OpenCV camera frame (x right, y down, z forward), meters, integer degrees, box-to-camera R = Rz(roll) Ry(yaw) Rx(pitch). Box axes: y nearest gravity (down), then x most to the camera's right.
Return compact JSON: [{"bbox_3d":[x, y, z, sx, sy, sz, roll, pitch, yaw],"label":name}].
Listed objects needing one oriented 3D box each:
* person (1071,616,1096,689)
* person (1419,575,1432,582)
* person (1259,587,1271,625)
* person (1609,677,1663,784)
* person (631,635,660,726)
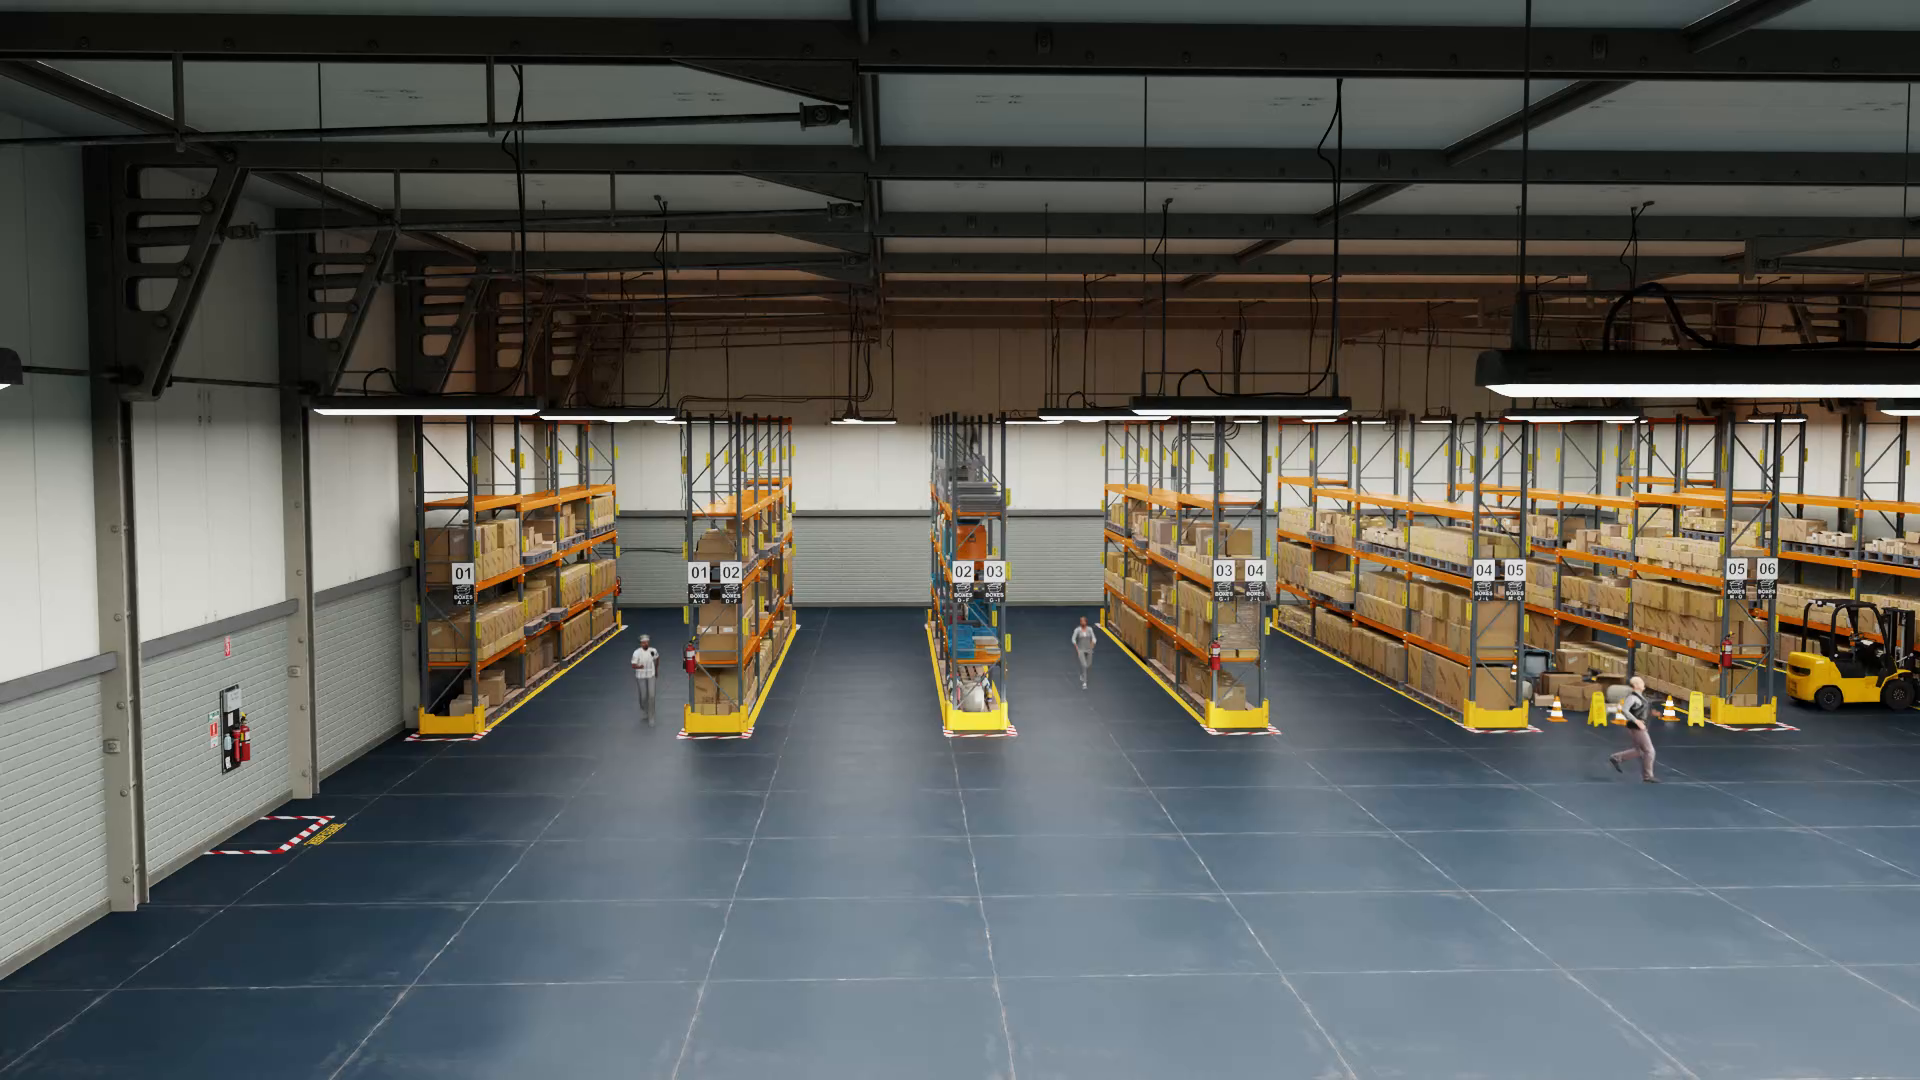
[{"bbox_3d":[2.722,2.460,36.614,0.535,1.577,0.579,0,4,-6],"label":"person"},{"bbox_3d":[13.834,1.549,49.329,0.658,1.720,0.627,1,4,8],"label":"person"},{"bbox_3d":[7.927,1.832,44.371,0.720,1.745,0.898,0,4,0],"label":"person"},{"bbox_3d":[10.911,3.049,26.817,0.860,1.695,0.669,2,5,32],"label":"person"},{"bbox_3d":[-6.078,2.684,32.161,0.570,1.739,0.862,-1,4,-15],"label":"person"}]
